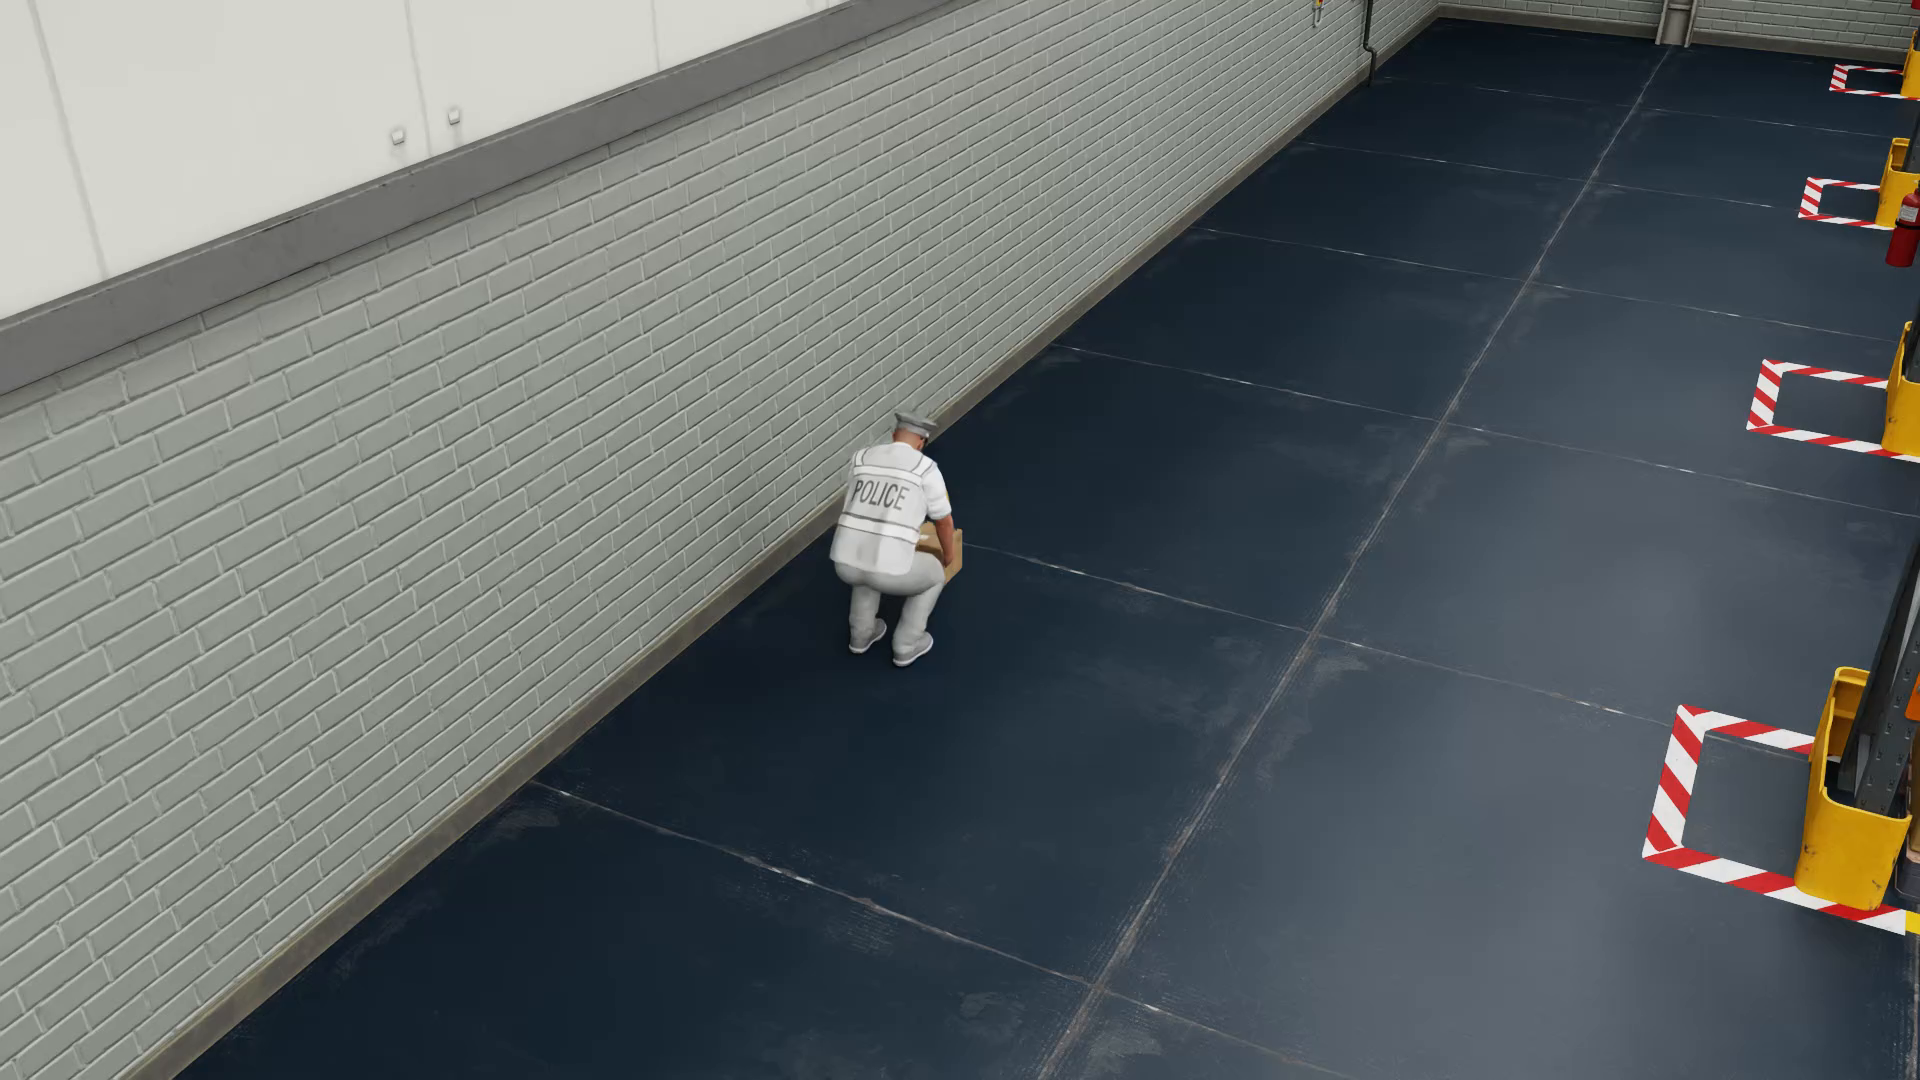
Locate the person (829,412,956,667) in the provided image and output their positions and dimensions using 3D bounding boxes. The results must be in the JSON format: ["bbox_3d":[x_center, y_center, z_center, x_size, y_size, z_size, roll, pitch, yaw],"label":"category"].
[{"bbox_3d":[-0.373,-0.005,8.812,0.581,1.242,0.882,14,33,23],"label":"person"}]
